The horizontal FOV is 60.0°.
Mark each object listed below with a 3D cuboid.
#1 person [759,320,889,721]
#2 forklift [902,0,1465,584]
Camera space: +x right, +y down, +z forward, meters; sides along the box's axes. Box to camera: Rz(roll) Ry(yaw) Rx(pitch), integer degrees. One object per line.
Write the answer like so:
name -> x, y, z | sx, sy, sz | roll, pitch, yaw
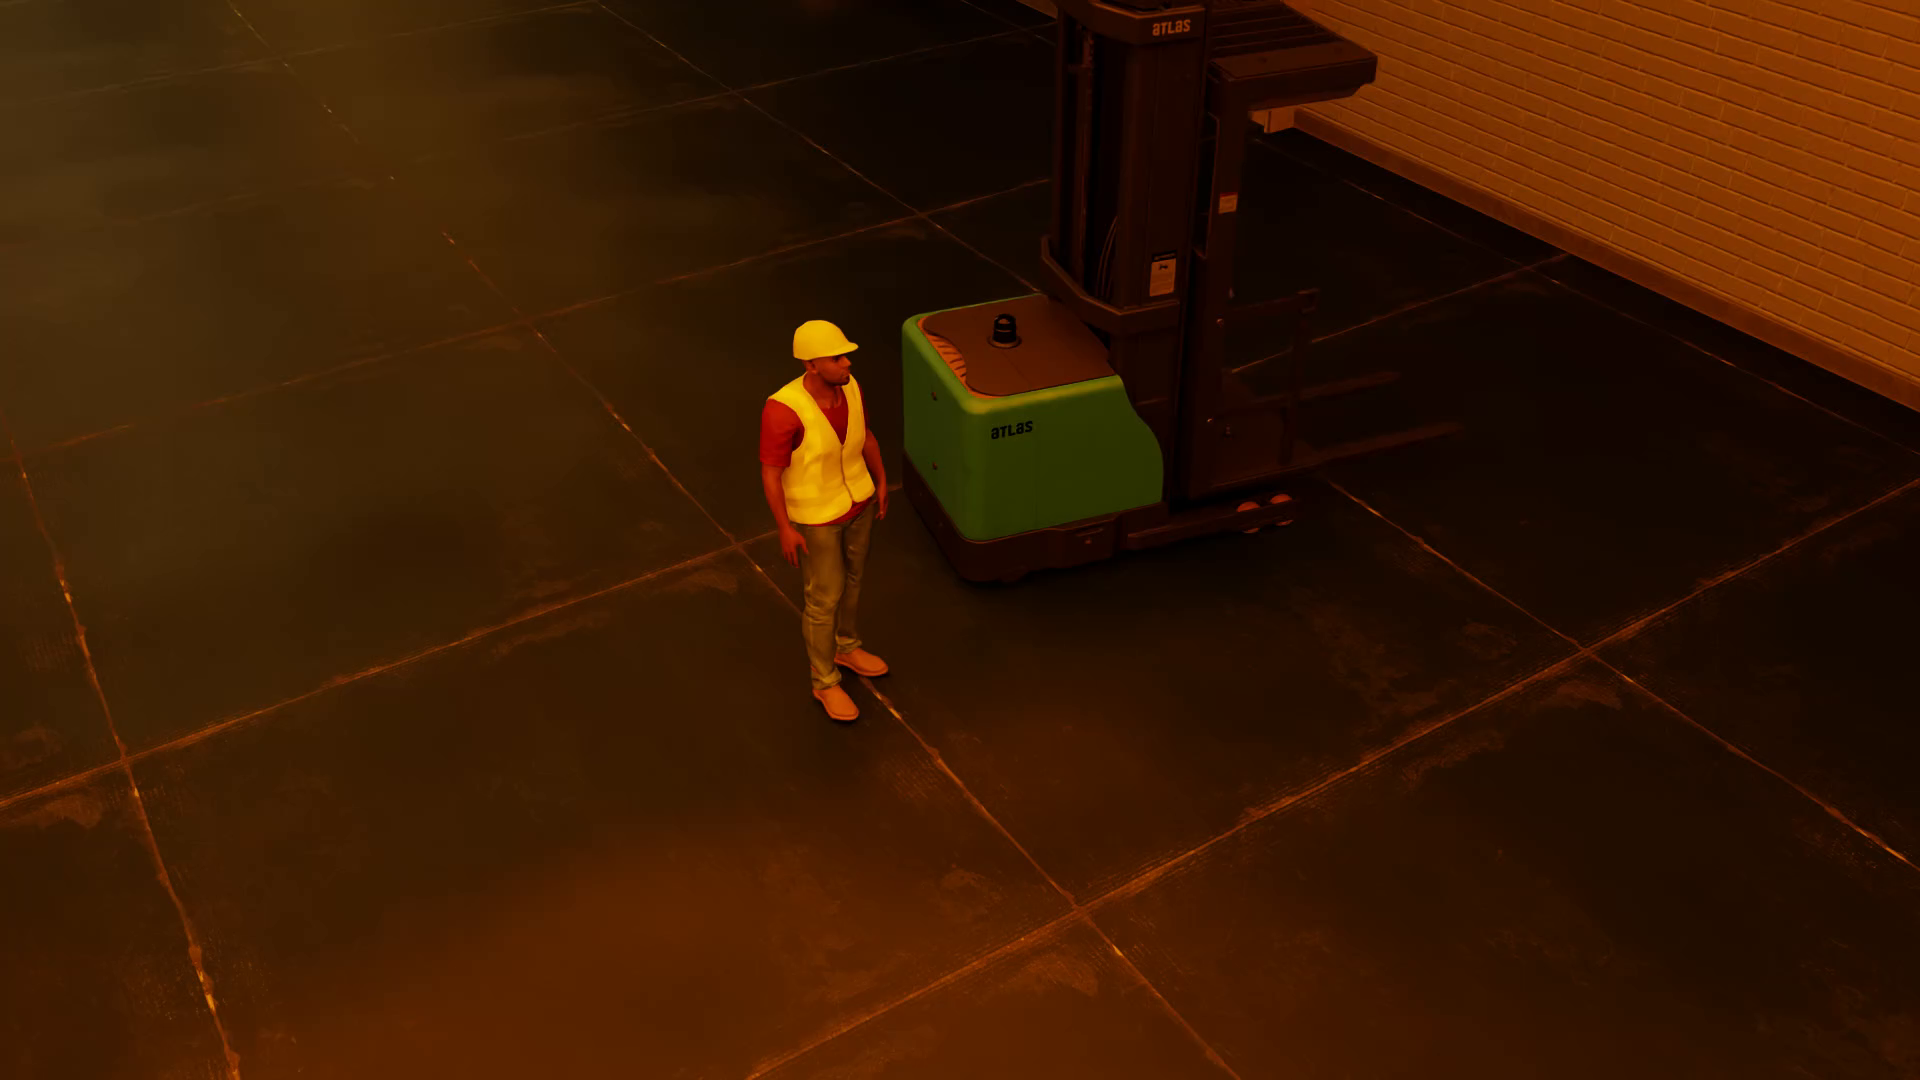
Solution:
person -> -0.516, -0.118, 7.316 | 0.574, 1.767, 0.668 | 26, 42, 32
forklift -> 1.261, -1.505, 8.290 | 3.031, 2.935, 1.130 | -12, 37, -17
